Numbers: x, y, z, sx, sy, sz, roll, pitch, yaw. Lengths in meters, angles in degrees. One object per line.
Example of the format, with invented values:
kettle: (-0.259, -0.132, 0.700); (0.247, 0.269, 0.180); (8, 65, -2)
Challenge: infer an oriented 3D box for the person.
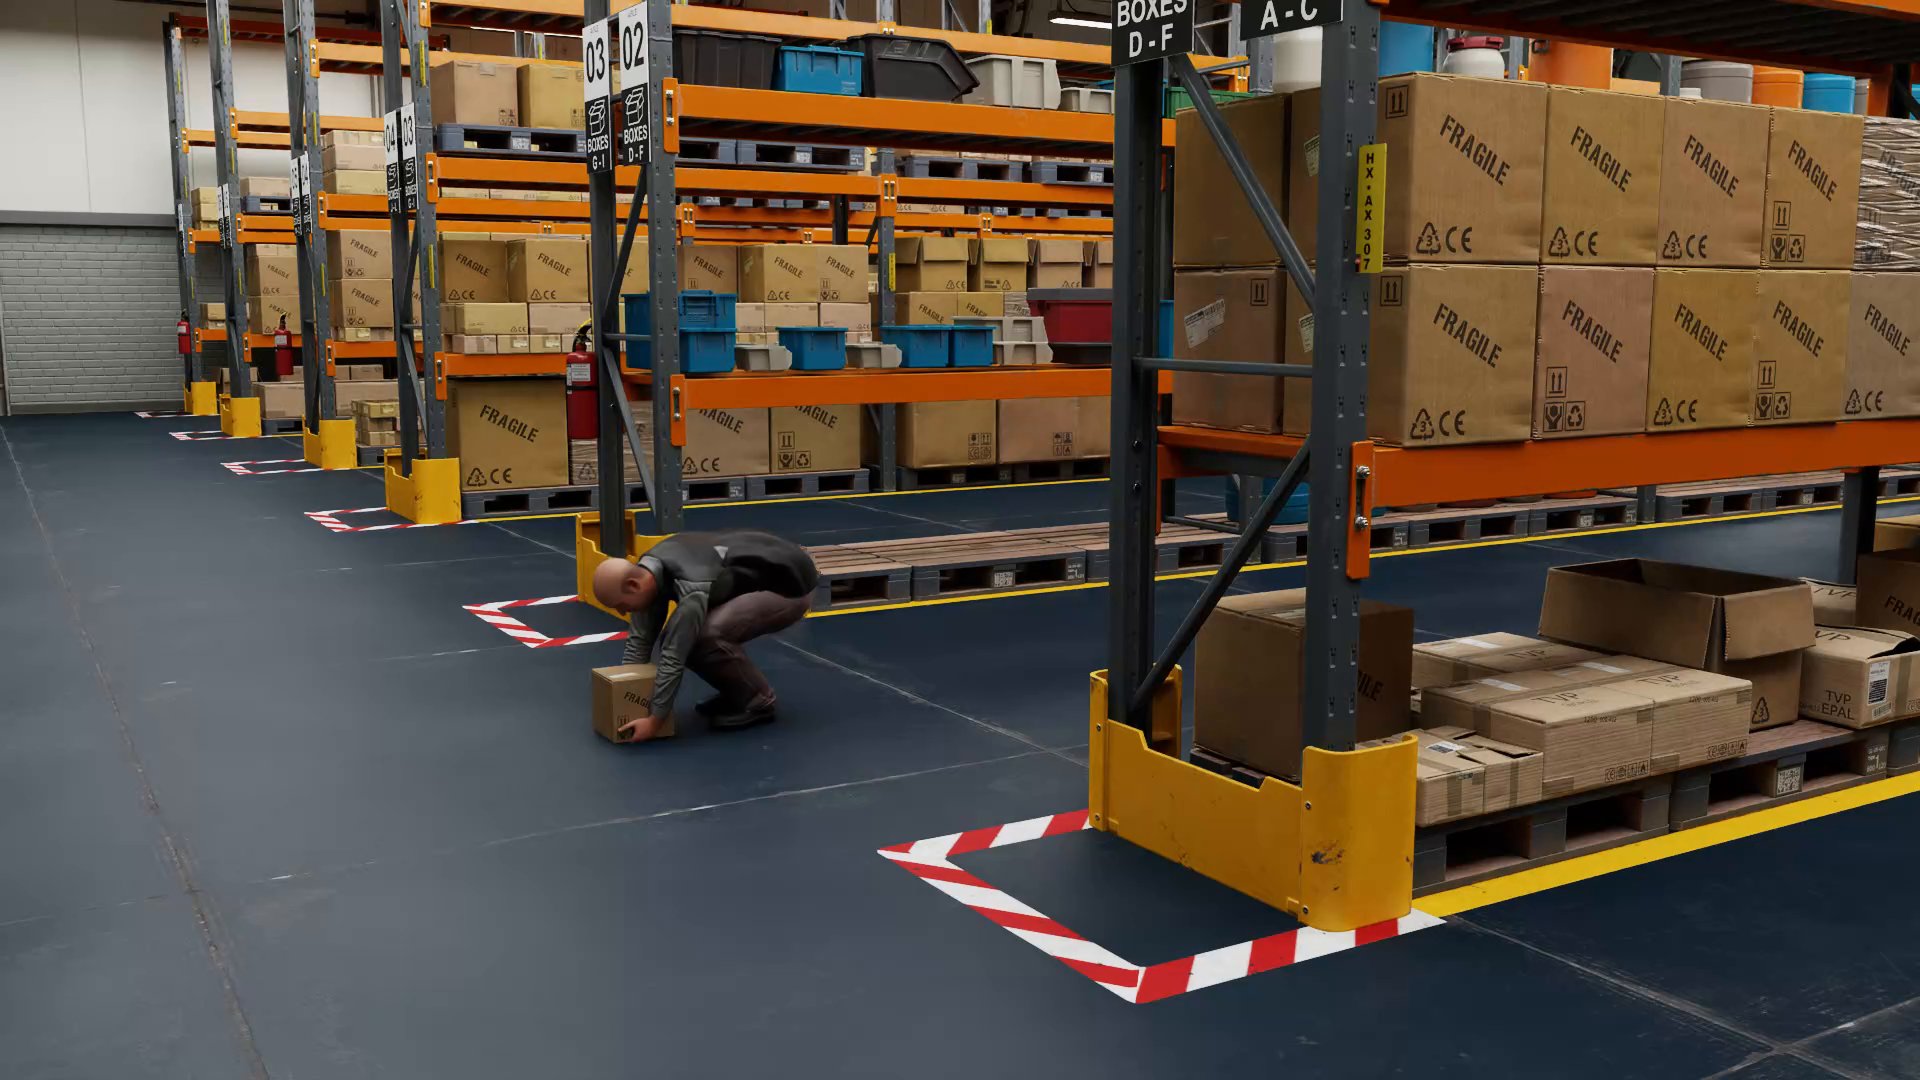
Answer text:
person: (-1.031, 0.360, 6.730); (0.948, 0.815, 0.500); (-5, 10, -32)
